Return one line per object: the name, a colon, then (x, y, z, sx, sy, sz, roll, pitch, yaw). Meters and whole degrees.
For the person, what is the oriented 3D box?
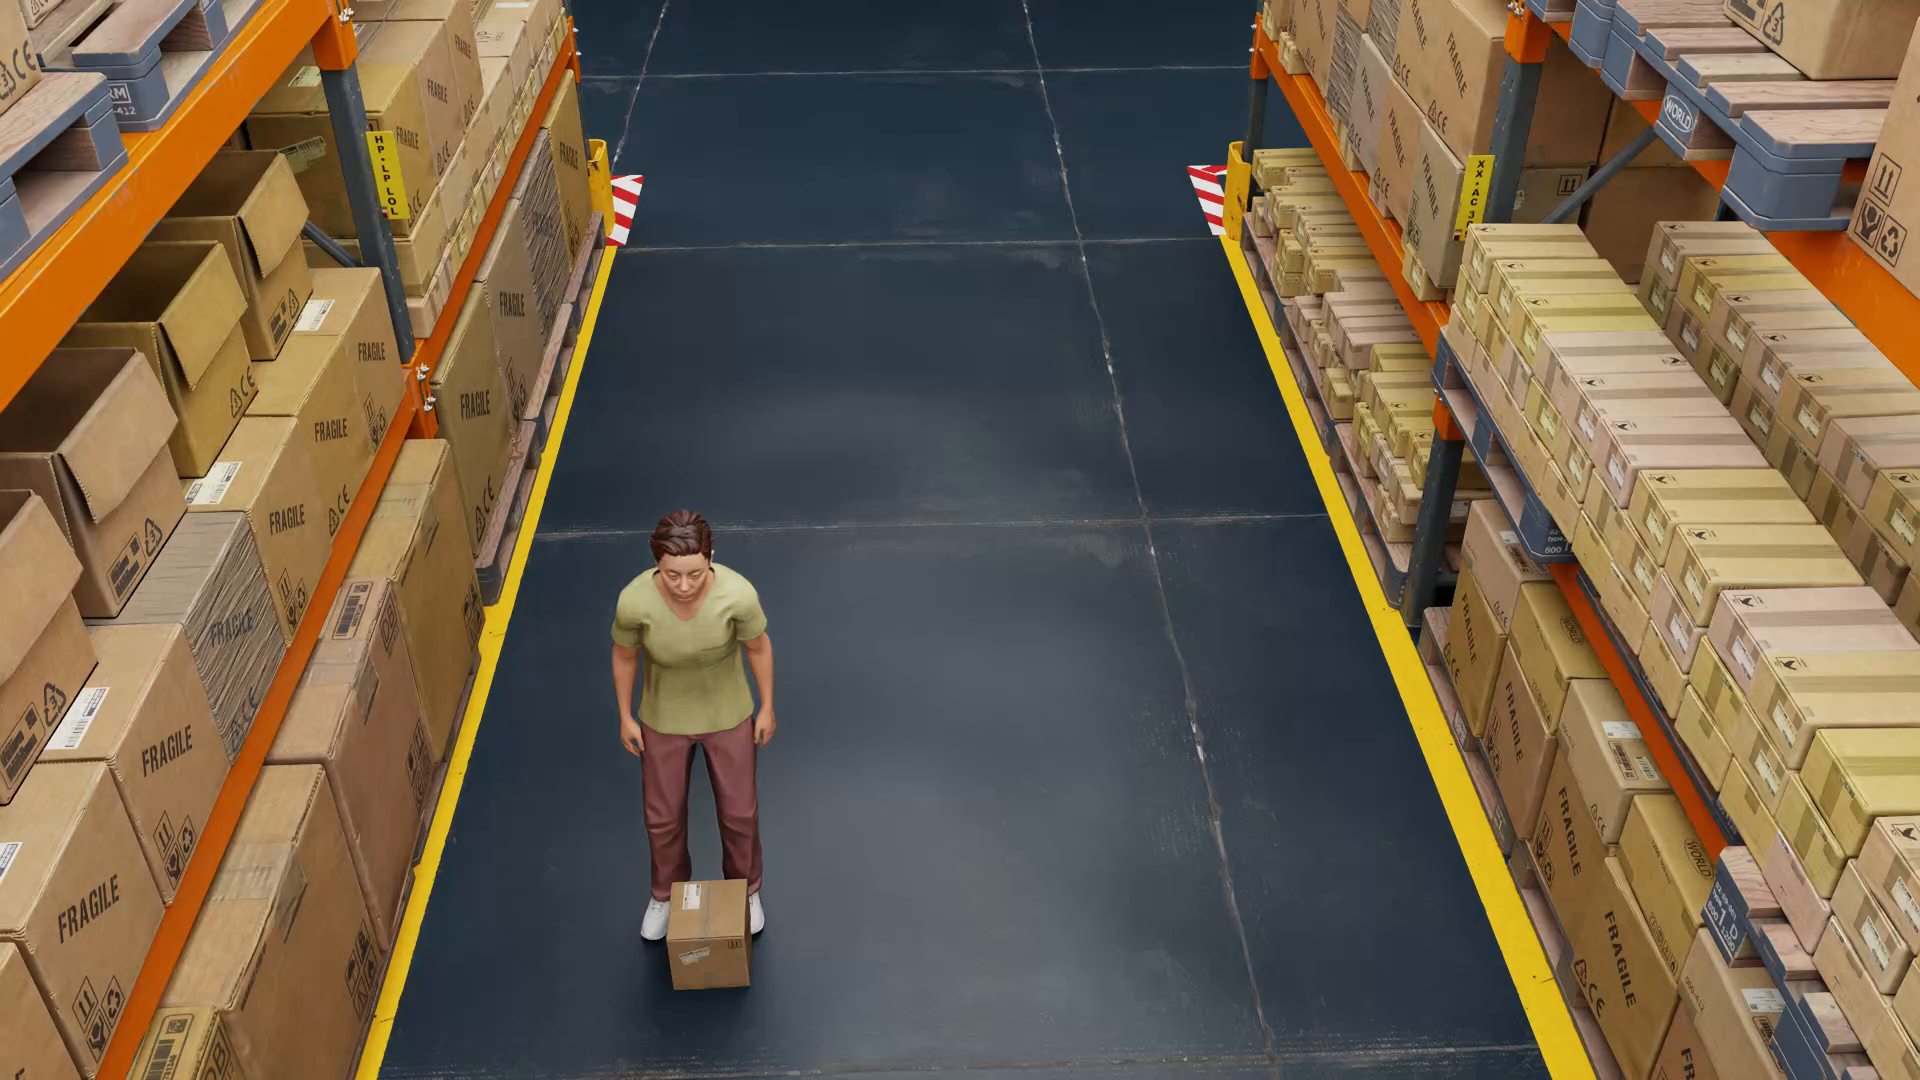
person: (-0.844, 0.587, 5.321, 0.518, 1.671, 0.362, -4, 36, -5)
